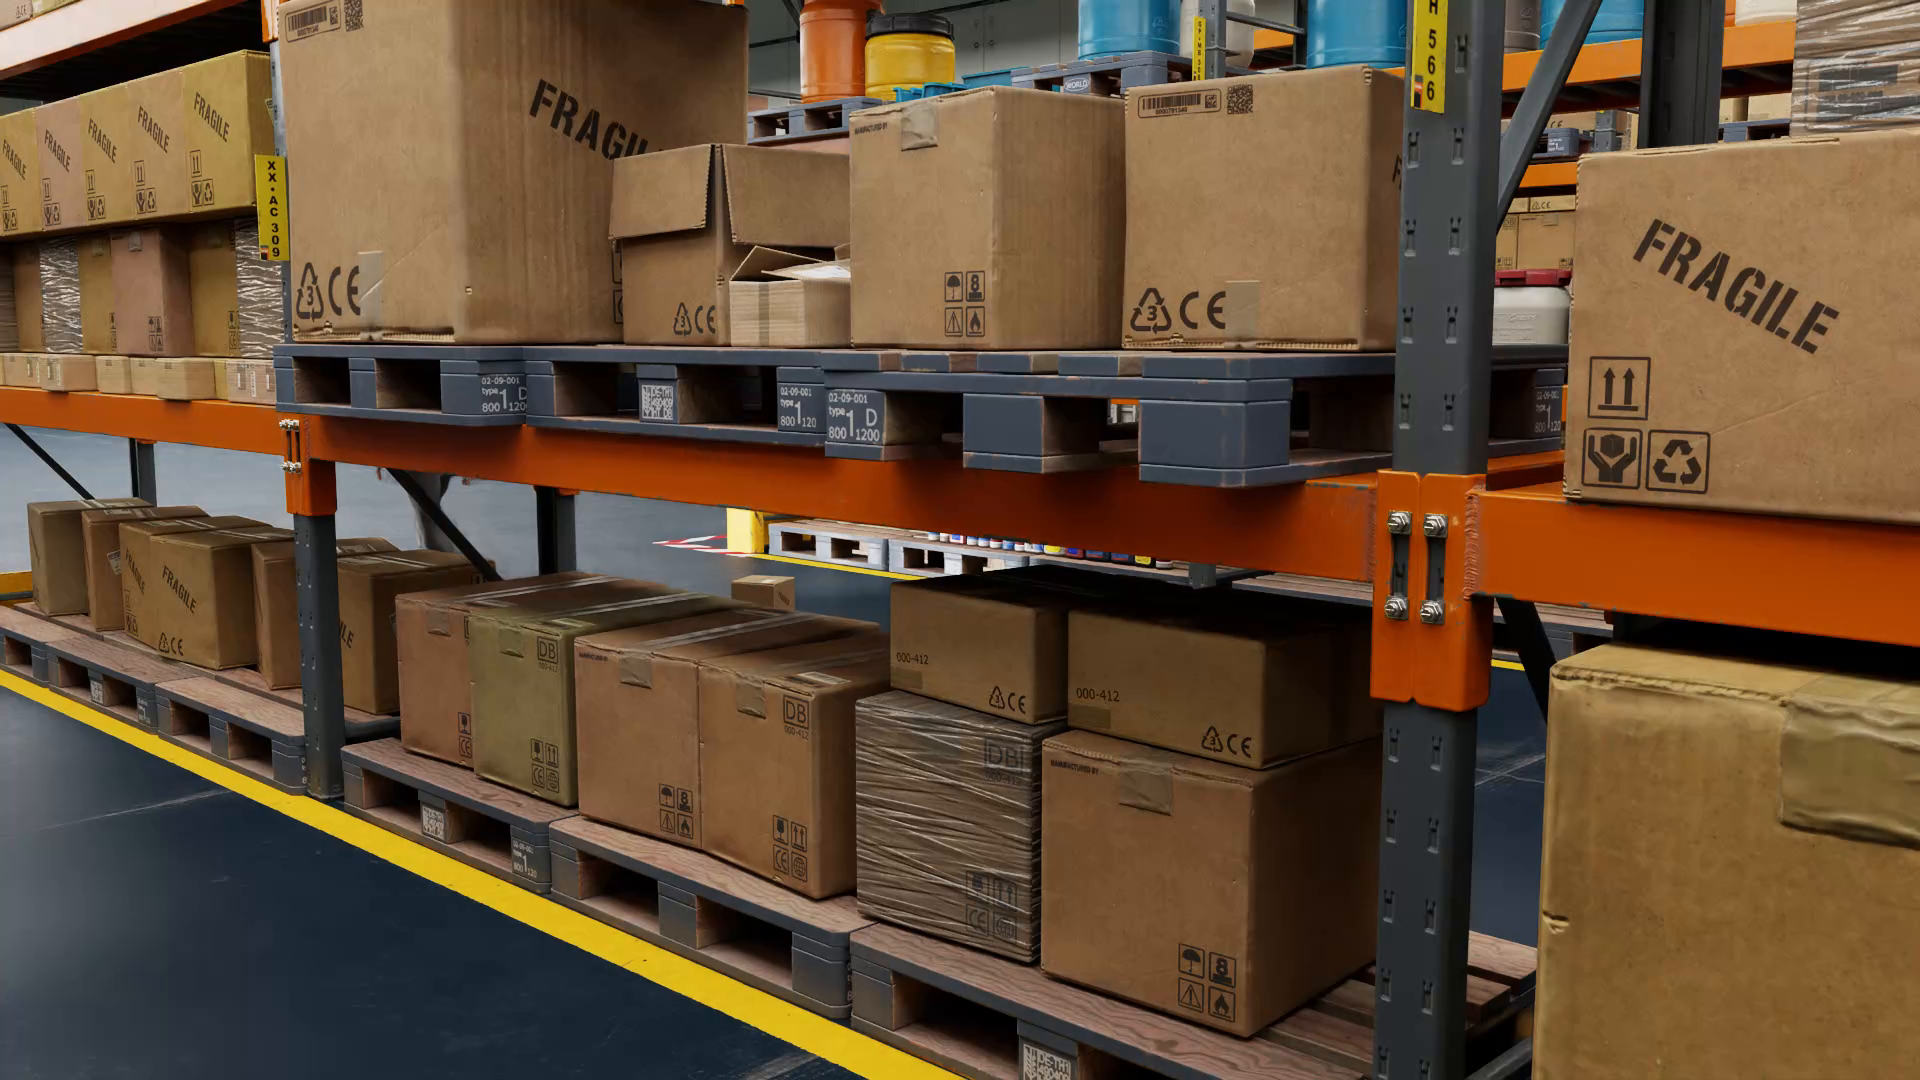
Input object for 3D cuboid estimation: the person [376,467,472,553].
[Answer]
[{"bbox_3d":[-3.004,-0.425,9.345,0.530,1.722,0.435,4,8,29],"label":"person"}]
